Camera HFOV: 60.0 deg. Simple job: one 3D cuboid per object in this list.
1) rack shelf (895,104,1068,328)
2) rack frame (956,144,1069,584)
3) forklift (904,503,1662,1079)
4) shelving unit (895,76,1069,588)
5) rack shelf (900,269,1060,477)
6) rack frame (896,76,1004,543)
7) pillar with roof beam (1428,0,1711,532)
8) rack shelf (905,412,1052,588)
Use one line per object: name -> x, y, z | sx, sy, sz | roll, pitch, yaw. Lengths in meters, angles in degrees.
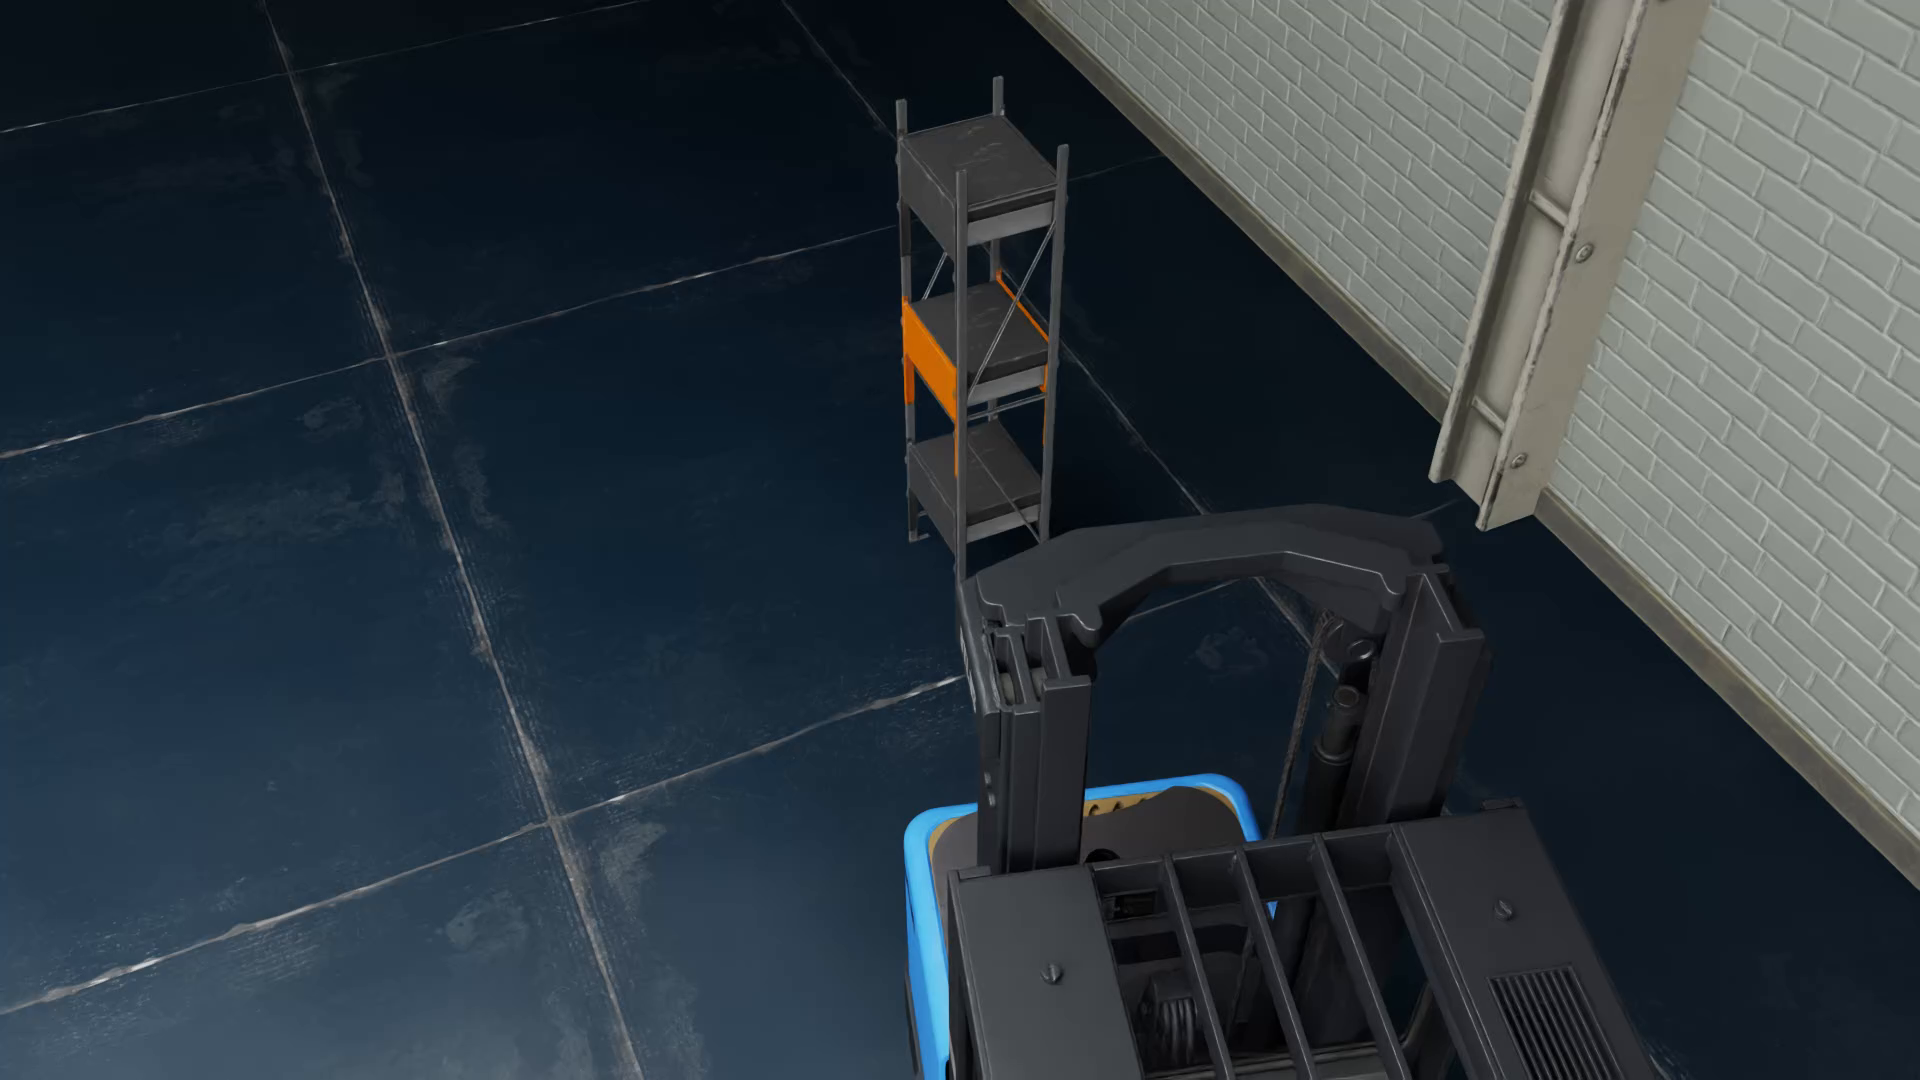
rack shelf -> 0.070, -1.130, 5.792 | 0.431, 0.518, 0.480 | -18, 47, -17
rack frame -> 0.172, -0.486, 6.117 | 0.400, 2.100, 0.015 | -18, 47, -17
forklift -> 0.559, 1.476, 3.536 | 1.130, 2.935, 3.031 | -6, 45, -6
shelving unit -> 0.070, -0.642, 6.274 | 0.431, 2.100, 0.503 | -18, 47, -17
rack shelf -> 0.070, -0.632, 6.284 | 0.431, 0.518, 0.480 | -18, 47, -17
rack frame -> -0.033, -0.797, 6.432 | 0.400, 2.100, 0.015 | -18, 47, -17
pillar with roof beam -> -1.603, -2.138, 2.878 | 9.100, 9.000, 0.400 | -18, 47, -17
rack shelf -> 0.070, -0.134, 6.776 | 0.431, 0.518, 0.480 | -18, 47, -17
